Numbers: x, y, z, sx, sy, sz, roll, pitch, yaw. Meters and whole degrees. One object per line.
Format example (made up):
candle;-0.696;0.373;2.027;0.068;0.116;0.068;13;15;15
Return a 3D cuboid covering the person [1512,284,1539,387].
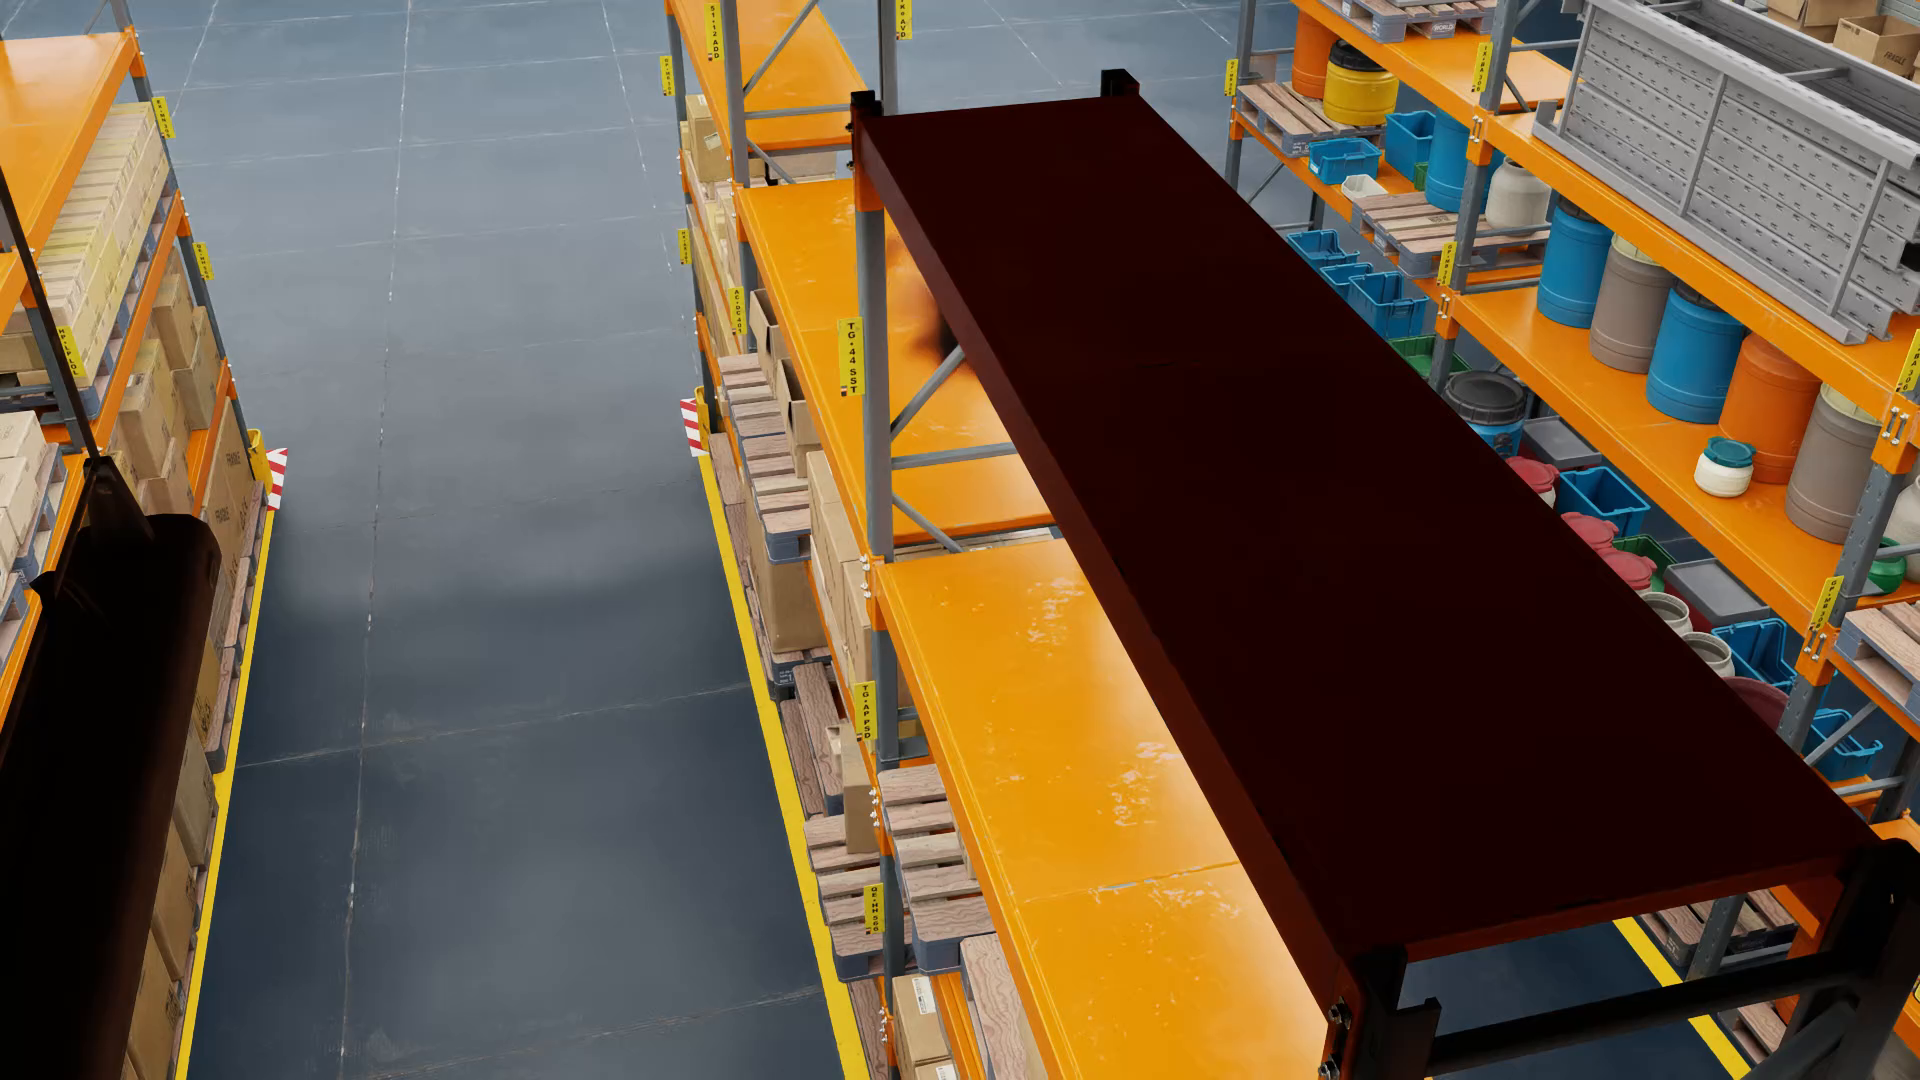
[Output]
person;5.446;-2.221;15.906;0.937;1.518;0.675;13;37;18
